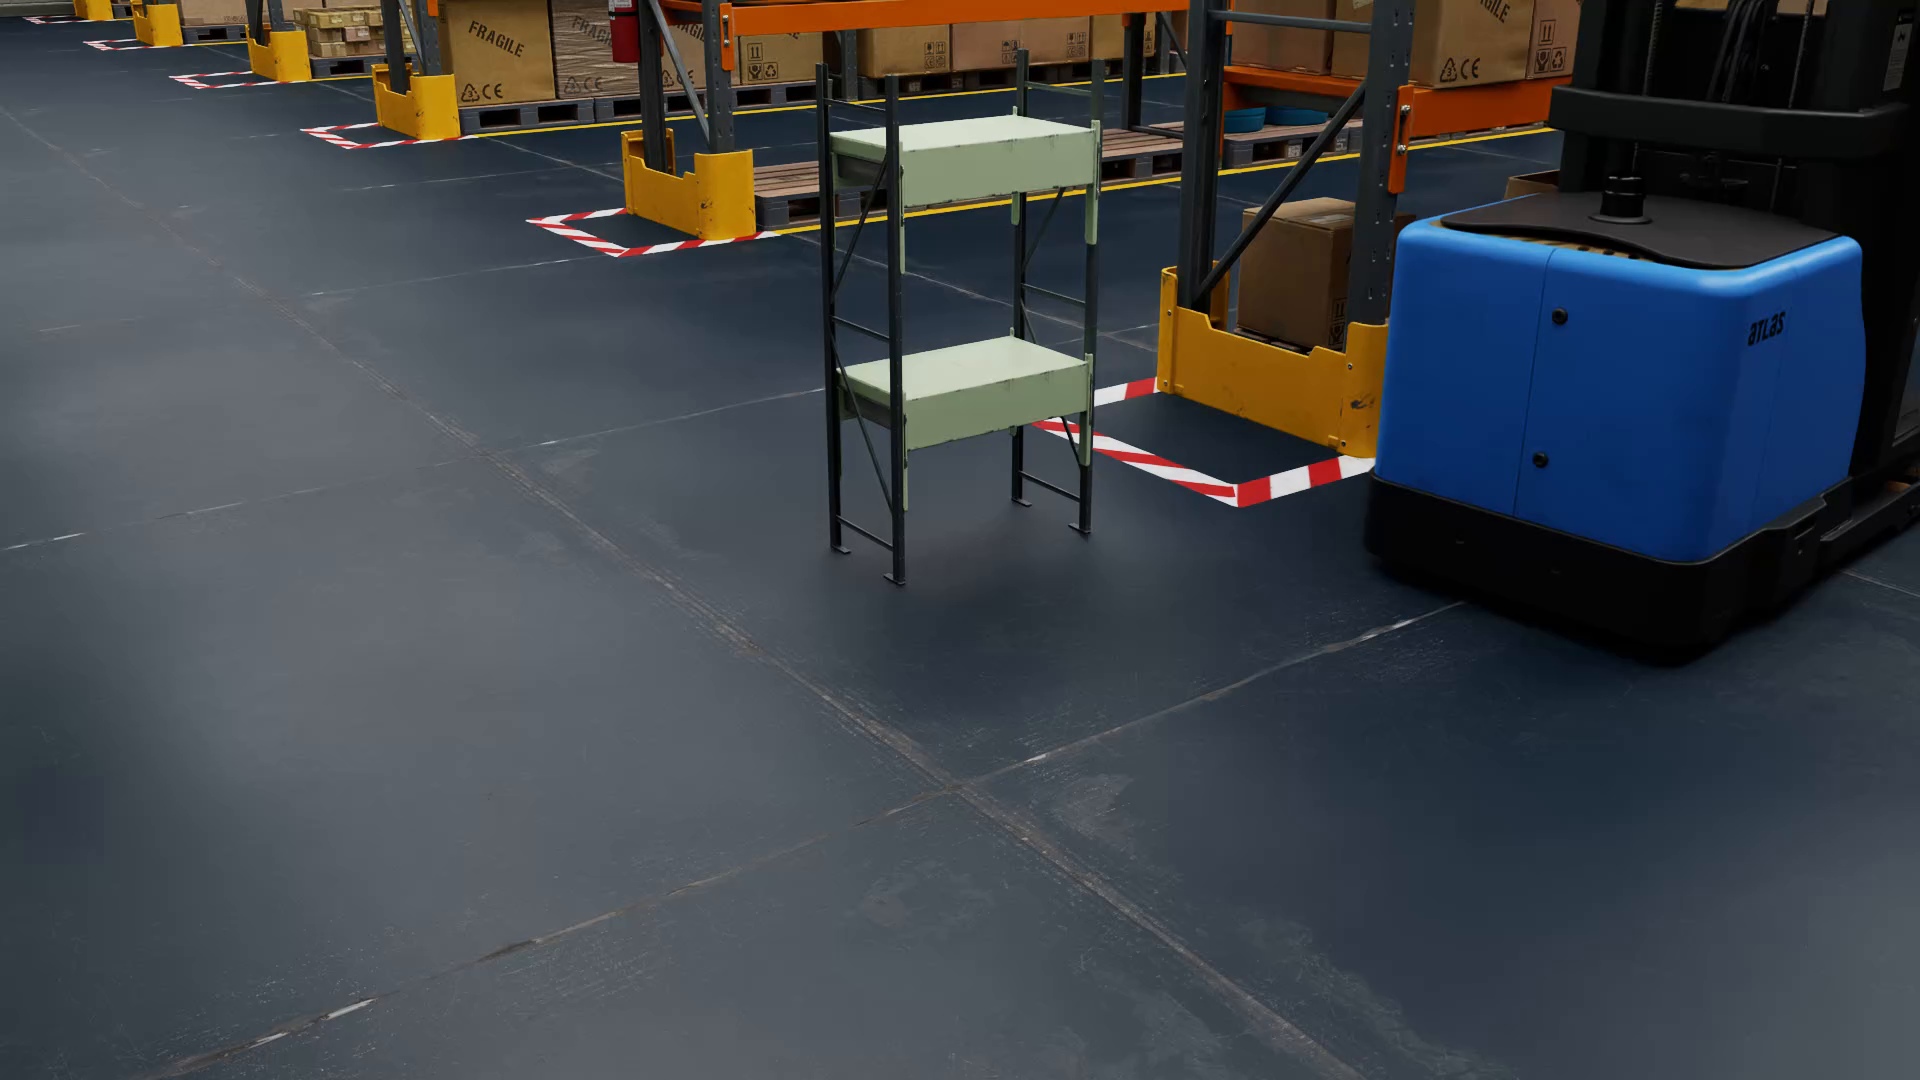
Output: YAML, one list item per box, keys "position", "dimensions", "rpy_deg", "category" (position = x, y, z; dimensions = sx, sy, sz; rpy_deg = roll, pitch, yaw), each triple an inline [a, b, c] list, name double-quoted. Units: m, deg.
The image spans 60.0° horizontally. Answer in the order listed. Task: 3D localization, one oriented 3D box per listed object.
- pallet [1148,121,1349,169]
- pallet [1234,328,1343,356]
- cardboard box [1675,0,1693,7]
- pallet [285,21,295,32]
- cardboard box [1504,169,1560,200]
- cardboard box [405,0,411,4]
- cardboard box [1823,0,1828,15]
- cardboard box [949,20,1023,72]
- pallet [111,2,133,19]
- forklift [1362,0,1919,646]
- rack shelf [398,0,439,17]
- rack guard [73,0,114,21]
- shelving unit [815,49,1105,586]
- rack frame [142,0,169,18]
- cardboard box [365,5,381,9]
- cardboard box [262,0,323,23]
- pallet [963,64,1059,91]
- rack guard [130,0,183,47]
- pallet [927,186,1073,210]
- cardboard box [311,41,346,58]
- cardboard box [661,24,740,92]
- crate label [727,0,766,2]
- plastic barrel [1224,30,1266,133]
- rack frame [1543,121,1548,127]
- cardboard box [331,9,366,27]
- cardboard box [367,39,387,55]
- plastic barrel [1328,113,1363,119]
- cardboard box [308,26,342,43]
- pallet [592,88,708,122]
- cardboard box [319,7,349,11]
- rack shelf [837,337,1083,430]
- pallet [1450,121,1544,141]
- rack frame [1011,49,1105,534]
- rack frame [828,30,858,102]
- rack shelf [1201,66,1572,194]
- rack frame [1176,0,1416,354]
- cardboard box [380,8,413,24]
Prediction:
- position: [2.228, -3.098, 12.875]
  dimensions: [1.213, 0.211, 1.003]
  rpy_deg: [-15, 26, -33]
  category: "pallet"
- position: [1.929, -0.776, 7.056]
  dimensions: [1.213, 0.211, 1.003]
  rpy_deg: [-15, 26, -33]
  category: "pallet"
- position: [2.559, -2.166, 6.642]
  dimensions: [0.500, 0.500, 0.500]
  rpy_deg: [-15, 26, -33]
  category: "cardboard box"
- position: [-8.757, -7.008, 22.674]
  dimensions: [1.213, 0.211, 1.003]
  rpy_deg: [-15, 26, -33]
  category: "pallet"
- position: [2.945, -1.384, 7.592]
  dimensions: [0.637, 0.503, 0.797]
  rpy_deg: [-15, 26, -33]
  category: "cardboard box"
- position: [-7.675, -7.611, 23.314]
  dimensions: [0.875, 0.438, 0.875]
  rpy_deg: [-15, 26, -34]
  category: "cardboard box"
- position: [3.794, -2.496, 7.470]
  dimensions: [0.500, 0.500, 0.500]
  rpy_deg: [-14, 26, -31]
  category: "cardboard box"
- position: [-0.083, -5.275, 16.868]
  dimensions: [0.875, 0.875, 1.225]
  rpy_deg: [-16, 27, -35]
  category: "cardboard box"
- position: [-12.543, -8.231, 25.738]
  dimensions: [1.213, 0.211, 1.003]
  rpy_deg: [-15, 26, -33]
  category: "pallet"
- position: [2.669, -1.516, 5.240]
  dimensions: [3.031, 2.935, 1.130]
  rpy_deg: [-19, 29, -39]
  category: "forklift"
- position: [-2.939, -4.961, 14.753]
  dimensions: [4.000, 0.370, 1.077]
  rpy_deg: [-15, 26, -33]
  category: "rack shelf"
- position: [-13.190, -8.192, 25.251]
  dimensions: [0.348, 0.500, 1.175]
  rpy_deg: [-15, 26, -33]
  category: "rack guard"
- position: [0.005, -0.698, 5.122]
  dimensions: [0.755, 1.500, 0.431]
  rpy_deg: [-15, 26, -33]
  category: "shelving unit"
- position: [-10.350, -7.844, 21.007]
  dimensions: [0.127, 3.000, 1.000]
  rpy_deg: [-15, 26, -33]
  category: "rack frame"
- position: [-6.474, -5.883, 18.570]
  dimensions: [0.250, 0.149, 0.380]
  rpy_deg: [-16, 27, -35]
  category: "cardboard box"
- position: [-9.134, -7.223, 22.340]
  dimensions: [0.875, 0.438, 0.875]
  rpy_deg: [-14, 26, -31]
  category: "cardboard box"
- position: [0.258, -4.889, 17.363]
  dimensions: [1.213, 0.211, 1.003]
  rpy_deg: [-15, 26, -33]
  category: "pallet"
- position: [-10.369, -6.678, 21.457]
  dimensions: [0.348, 0.500, 1.175]
  rpy_deg: [-15, 26, -33]
  category: "rack guard"
- position: [0.012, -2.507, 11.394]
  dimensions: [1.213, 0.211, 1.003]
  rpy_deg: [-15, 26, -33]
  category: "pallet"
- position: [-6.765, -5.265, 17.823]
  dimensions: [0.250, 0.149, 0.380]
  rpy_deg: [-14, 26, -32]
  category: "cardboard box"
- position: [-2.628, -4.623, 15.235]
  dimensions: [0.875, 0.875, 0.875]
  rpy_deg: [-15, 26, -33]
  category: "cardboard box"
- position: [-1.277, -3.277, 9.707]
  dimensions: [0.303, 0.233, 0.416]
  rpy_deg: [-15, 26, -33]
  category: "crate label"
- position: [2.029, -3.571, 12.564]
  dimensions: [0.708, 0.901, 0.600]
  rpy_deg: [-15, 26, -33]
  category: "plastic barrel"
- position: [4.824, -5.104, 14.140]
  dimensions: [0.127, 3.000, 1.000]
  rpy_deg: [-15, 26, -33]
  category: "rack frame"
- position: [-6.600, -5.631, 17.938]
  dimensions: [0.250, 0.149, 0.380]
  rpy_deg: [-14, 26, -32]
  category: "cardboard box"
- position: [-6.402, -5.402, 18.166]
  dimensions: [0.250, 0.149, 0.380]
  rpy_deg: [-15, 26, -32]
  category: "cardboard box"
- position: [3.114, -3.639, 13.259]
  dimensions: [0.421, 0.512, 0.421]
  rpy_deg: [0, 22, 0]
  category: "plastic barrel"
- position: [-6.802, -5.422, 17.815]
  dimensions: [0.250, 0.149, 0.380]
  rpy_deg: [-14, 26, -31]
  category: "cardboard box"
- position: [-2.969, -4.027, 15.203]
  dimensions: [1.213, 0.211, 1.003]
  rpy_deg: [-15, 26, -33]
  category: "pallet"
- position: [-6.858, -5.752, 18.241]
  dimensions: [0.250, 0.149, 0.380]
  rpy_deg: [-14, 26, -32]
  category: "cardboard box"
- position: [0.005, -0.486, 5.207]
  dimensions: [0.686, 0.124, 0.368]
  rpy_deg: [-15, 26, -33]
  category: "rack shelf"
- position: [4.209, -3.626, 14.198]
  dimensions: [1.213, 0.211, 1.003]
  rpy_deg: [-15, 26, -33]
  category: "pallet"
- position: [0.303, -0.777, 5.321]
  dimensions: [0.023, 1.500, 0.400]
  rpy_deg: [-15, 26, -33]
  category: "rack frame"
- position: [-1.315, -5.728, 15.705]
  dimensions: [0.127, 3.000, 1.000]
  rpy_deg: [-15, 26, -33]
  category: "rack frame"
- position: [2.844, -1.980, 7.283]
  dimensions: [4.000, 0.370, 1.077]
  rpy_deg: [-15, 26, -33]
  category: "rack shelf"
- position: [1.220, -1.882, 6.064]
  dimensions: [0.127, 3.000, 1.000]
  rpy_deg: [-15, 26, -33]
  category: "rack frame"
- position: [-6.167, -5.726, 18.175]
  dimensions: [0.250, 0.149, 0.380]
  rpy_deg: [-16, 27, -35]
  category: "cardboard box"
